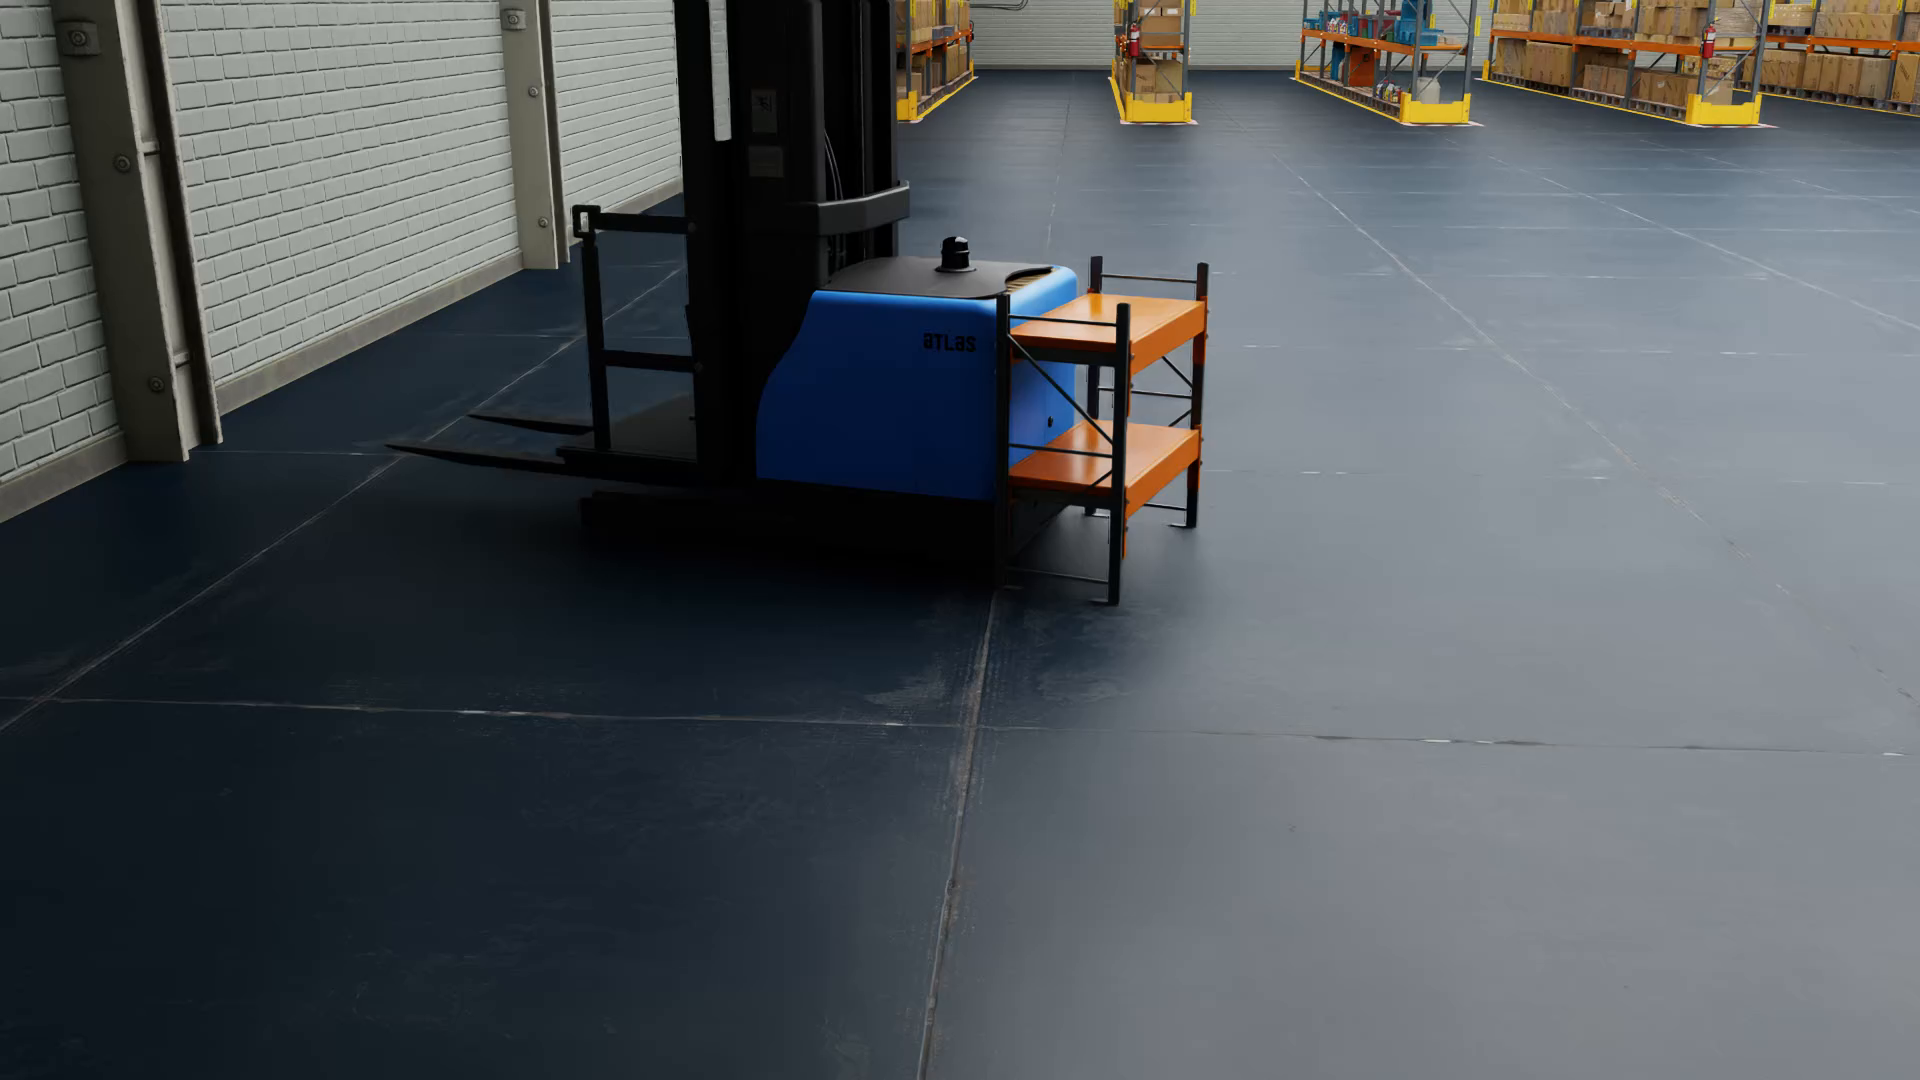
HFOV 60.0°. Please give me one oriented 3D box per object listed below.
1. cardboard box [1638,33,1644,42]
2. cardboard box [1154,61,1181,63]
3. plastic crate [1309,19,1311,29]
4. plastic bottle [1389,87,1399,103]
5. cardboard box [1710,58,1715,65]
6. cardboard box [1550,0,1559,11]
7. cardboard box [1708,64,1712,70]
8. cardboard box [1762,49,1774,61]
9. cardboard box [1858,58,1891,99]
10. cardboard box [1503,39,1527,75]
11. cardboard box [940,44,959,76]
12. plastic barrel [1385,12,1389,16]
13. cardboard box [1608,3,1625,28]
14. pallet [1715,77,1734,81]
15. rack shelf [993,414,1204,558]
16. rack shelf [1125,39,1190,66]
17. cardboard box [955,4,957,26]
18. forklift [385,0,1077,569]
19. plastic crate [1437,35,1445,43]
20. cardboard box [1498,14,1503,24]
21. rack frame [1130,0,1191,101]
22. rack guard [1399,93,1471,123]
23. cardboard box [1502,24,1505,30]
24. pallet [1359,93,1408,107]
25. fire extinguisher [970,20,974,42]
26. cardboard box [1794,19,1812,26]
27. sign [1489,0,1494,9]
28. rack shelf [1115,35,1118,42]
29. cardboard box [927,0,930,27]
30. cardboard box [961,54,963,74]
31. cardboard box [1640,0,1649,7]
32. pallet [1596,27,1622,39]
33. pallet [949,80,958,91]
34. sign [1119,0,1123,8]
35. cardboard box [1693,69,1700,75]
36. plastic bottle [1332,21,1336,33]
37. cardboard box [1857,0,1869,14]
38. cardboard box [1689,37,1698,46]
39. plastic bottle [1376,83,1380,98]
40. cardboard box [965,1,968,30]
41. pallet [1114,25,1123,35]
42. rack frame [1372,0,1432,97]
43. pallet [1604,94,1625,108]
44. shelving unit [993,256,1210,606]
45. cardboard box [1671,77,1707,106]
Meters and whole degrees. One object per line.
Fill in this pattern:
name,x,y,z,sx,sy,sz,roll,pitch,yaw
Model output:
cardboard box,13.381,-9.743,32.243,0.380,0.149,0.250,1,18,4
cardboard box,3.930,-8.856,31.671,0.500,0.500,0.500,1,18,4
plastic crate,9.207,-13.308,42.892,0.416,0.233,0.300,1,18,4
plastic bottle,8.240,-8.440,31.532,0.152,0.276,0.135,1,18,4
cardboard box,19.027,-11.993,41.654,0.380,0.149,0.250,1,18,2
cardboard box,14.202,-12.597,38.778,0.797,0.503,0.637,1,18,5
cardboard box,19.199,-12.005,42.169,0.380,0.149,0.250,2,18,7
cardboard box,18.847,-11.163,38.309,0.500,0.250,0.500,2,18,6
cardboard box,18.622,-9.183,33.069,1.050,0.750,0.750,1,18,4
cardboard box,14.556,-12.433,42.788,0.875,0.875,0.875,1,18,4
cardboard box,-0.438,-11.789,40.863,0.750,0.750,0.750,1,18,5
plastic barrel,9.183,-10.951,35.346,0.421,0.512,0.421,0,18,0
cardboard box,13.759,-10.789,34.191,0.797,0.503,0.637,3,18,10
pallet,19.253,-11.226,40.845,1.003,0.211,1.213,1,18,4
rack shelf,0.572,-0.238,6.628,0.538,0.278,1.000,8,20,23
rack shelf,3.703,-9.259,31.518,1.077,0.370,4.000,1,18,4
cardboard box,-0.330,-12.707,40.214,0.500,0.500,0.500,1,18,4
forklift,-1.067,-1.546,6.934,3.031,2.935,1.130,7,19,19
plastic crate,8.923,-9.475,31.445,0.530,0.136,0.437,1,18,4
cardboard box,14.253,-13.492,43.044,0.500,0.250,0.500,1,18,3
rack frame,3.560,-8.980,29.510,1.000,3.000,0.127,1,18,4
rack guard,8.459,-7.705,29.634,1.175,0.500,0.348,1,18,4
cardboard box,14.161,-13.185,42.748,0.380,0.149,0.250,1,18,3
pallet,8.804,-9.030,34.142,1.003,0.211,1.213,1,18,4
fire extinguisher,0.237,-13.881,45.191,0.296,0.674,0.183,1,18,4
cardboard box,18.531,-11.343,36.453,0.380,0.149,0.250,2,18,5
sign,14.034,-14.190,43.894,0.100,0.325,0.005,1,18,4
rack shelf,4.563,-12.986,42.892,1.077,0.370,4.000,1,18,4
cardboard box,-0.850,-10.317,32.596,0.500,0.500,0.500,1,18,4
cardboard box,-0.287,-12.373,43.206,0.700,0.500,0.500,2,18,5
cardboard box,13.441,-10.530,31.996,0.500,0.500,0.500,1,18,4
pallet,13.913,-10.535,34.565,1.003,0.211,1.213,1,18,4
pallet,-0.586,-10.870,39.756,1.003,0.211,1.213,1,18,4
sign,3.591,-11.986,36.953,0.100,0.325,0.005,1,18,4
cardboard box,19.095,-12.036,42.743,0.380,0.149,0.250,2,18,5
plastic bottle,8.881,-12.113,39.272,0.152,0.276,0.135,1,18,4
cardboard box,18.806,-11.008,33.934,0.700,0.500,0.500,1,18,3
cardboard box,13.240,-8.887,29.632,0.380,0.149,0.250,1,18,4
plastic bottle,8.327,-8.934,33.045,0.097,0.271,0.097,0,18,0
cardboard box,-0.302,-13.816,43.788,0.980,0.700,0.700,1,18,3
pallet,4.112,-11.585,37.770,1.213,0.211,1.003,1,18,4
rack frame,8.787,-10.110,32.961,1.000,3.000,0.127,1,18,4
pallet,13.781,-8.916,33.795,1.003,0.211,1.213,1,18,4
shelving unit,0.572,-0.470,6.552,0.538,1.125,1.048,8,20,23
cardboard box,13.574,-8.343,30.907,0.500,0.500,0.500,3,18,9
